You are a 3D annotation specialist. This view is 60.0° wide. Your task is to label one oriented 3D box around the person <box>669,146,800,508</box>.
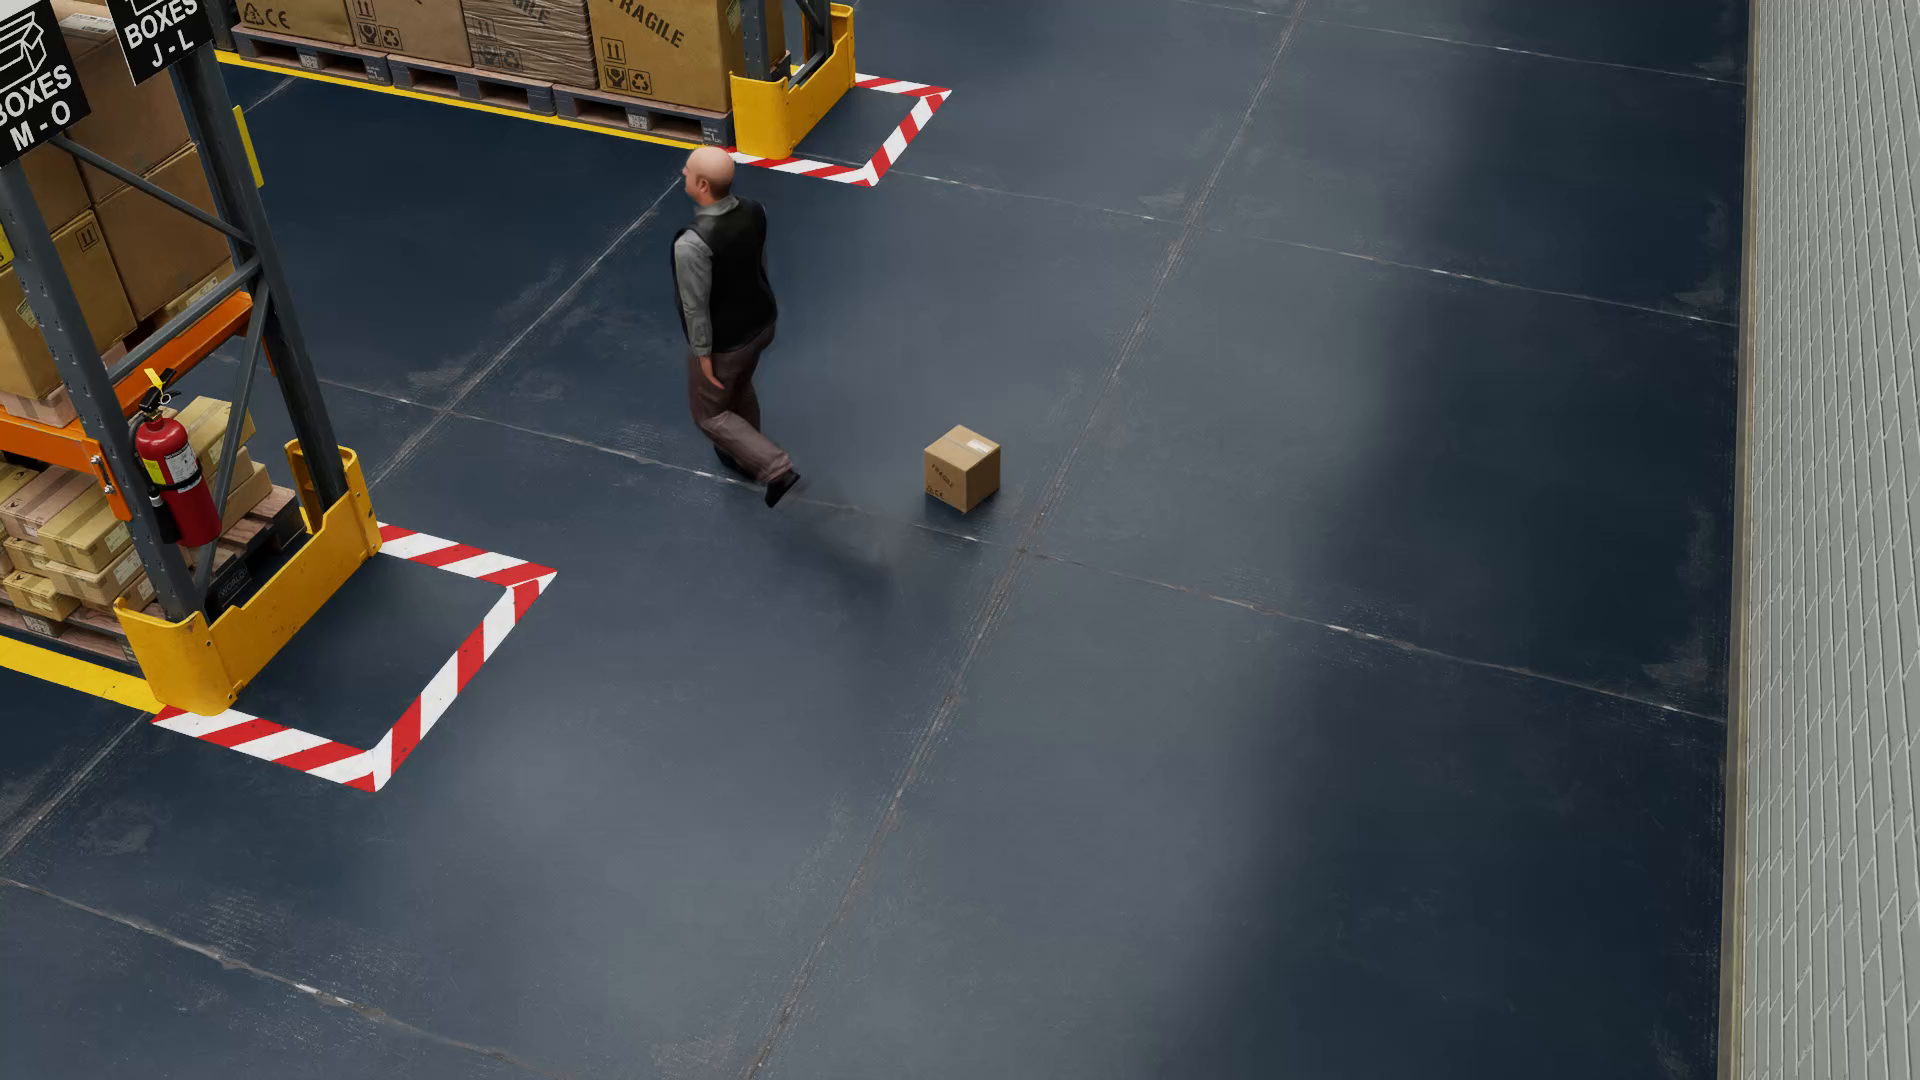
[{"bbox_3d":[-0.952,-0.869,7.162,0.695,1.708,0.540,24,47,25],"label":"person"}]
